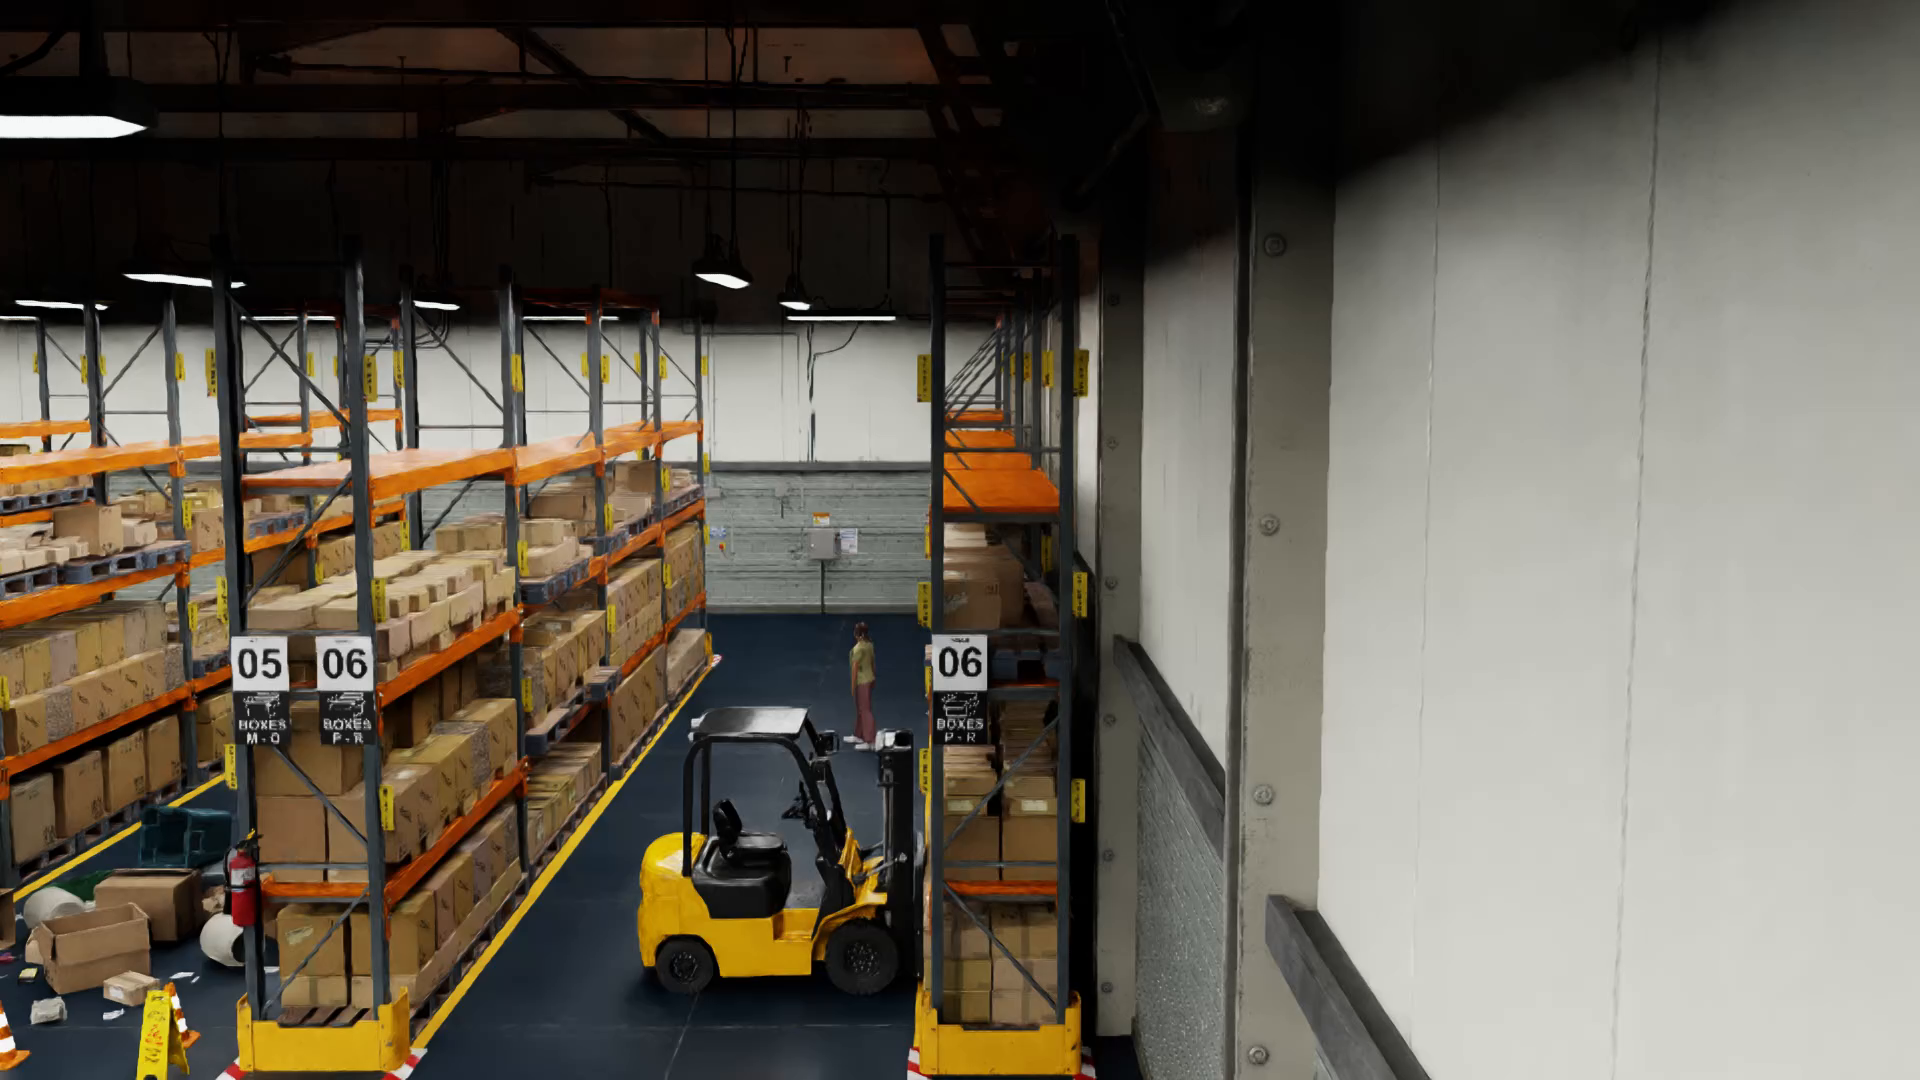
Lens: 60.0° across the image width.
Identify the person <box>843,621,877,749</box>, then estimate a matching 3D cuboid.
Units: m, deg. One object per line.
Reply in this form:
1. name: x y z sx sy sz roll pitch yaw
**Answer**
1. person: -1.323 1.894 22.003 0.583 1.665 0.560 2 7 20
